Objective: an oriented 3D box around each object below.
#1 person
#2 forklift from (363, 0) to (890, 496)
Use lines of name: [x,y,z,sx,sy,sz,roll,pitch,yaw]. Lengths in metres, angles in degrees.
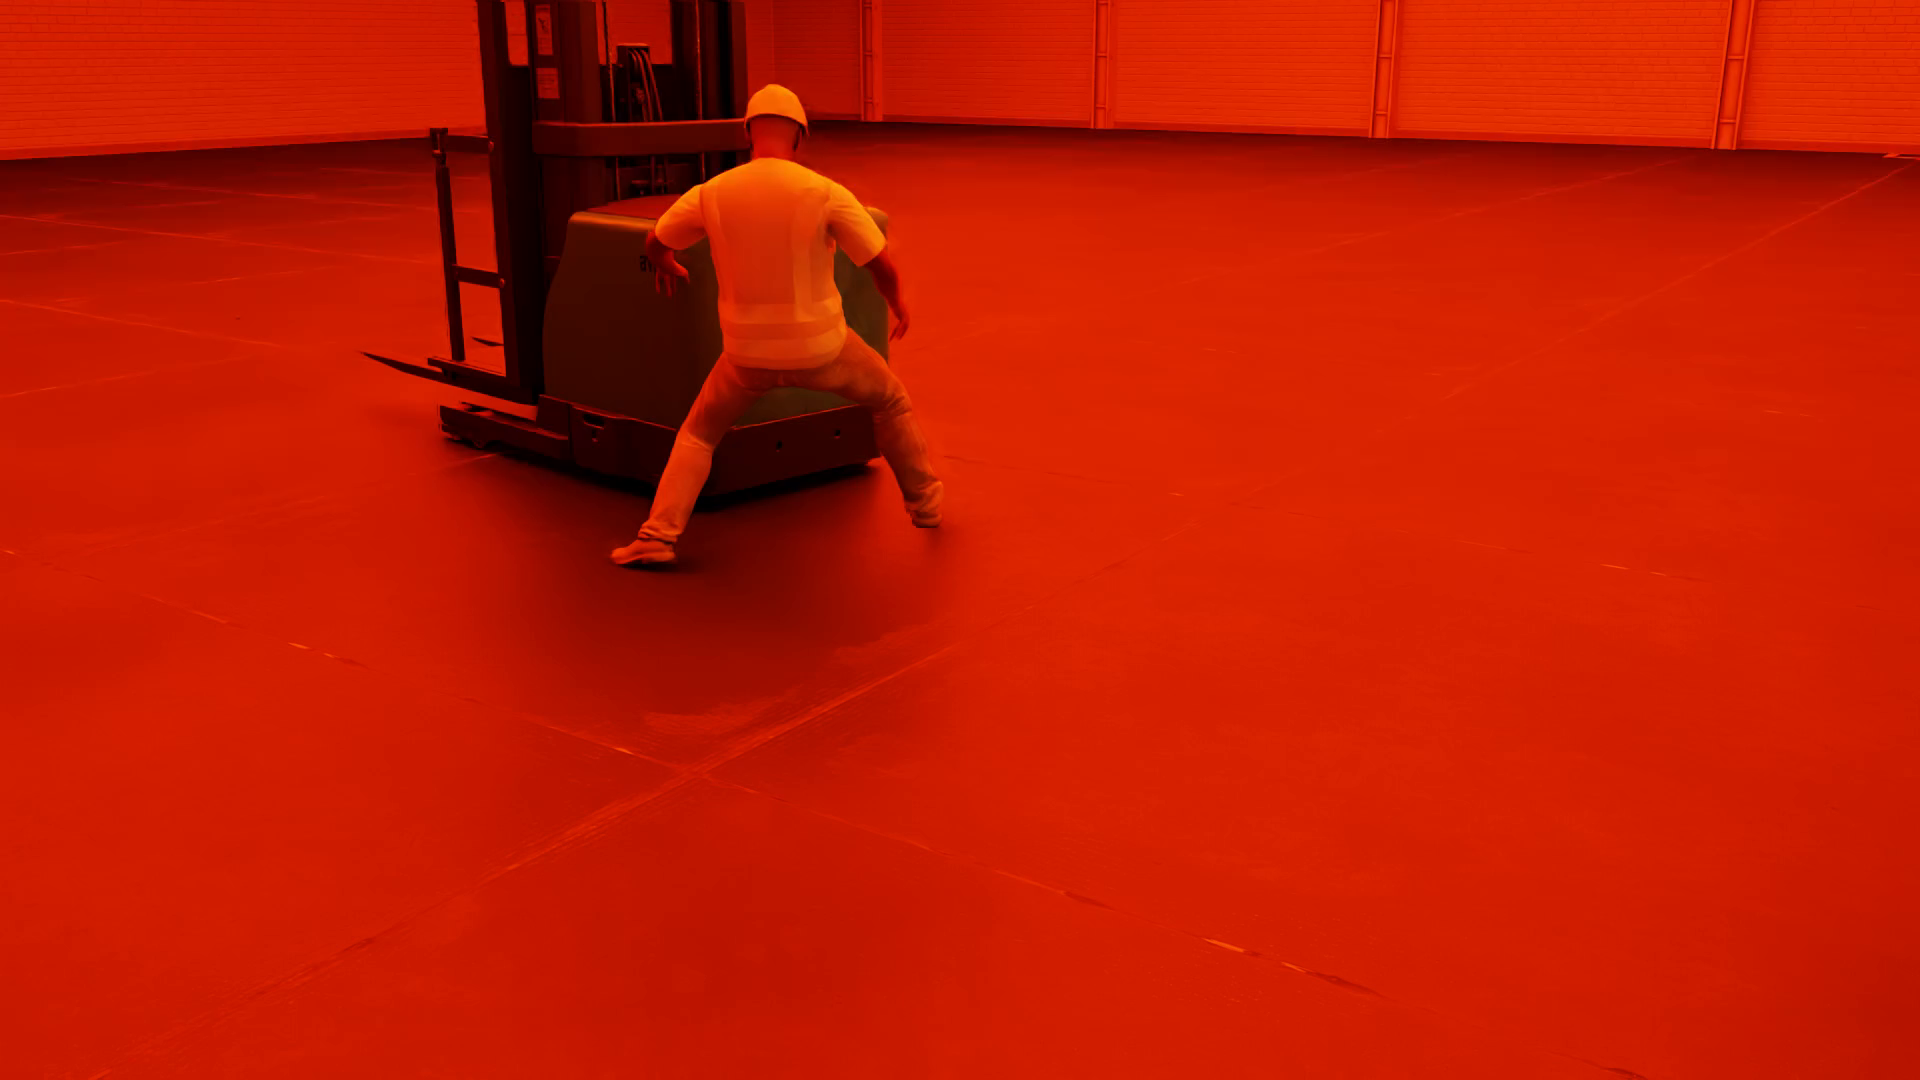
person: [-0.631,-0.749,5.759,1.055,1.604,0.970,3,17,11]
forklift: [-1.677,-1.900,7.186,3.031,2.935,1.130,16,23,42]
